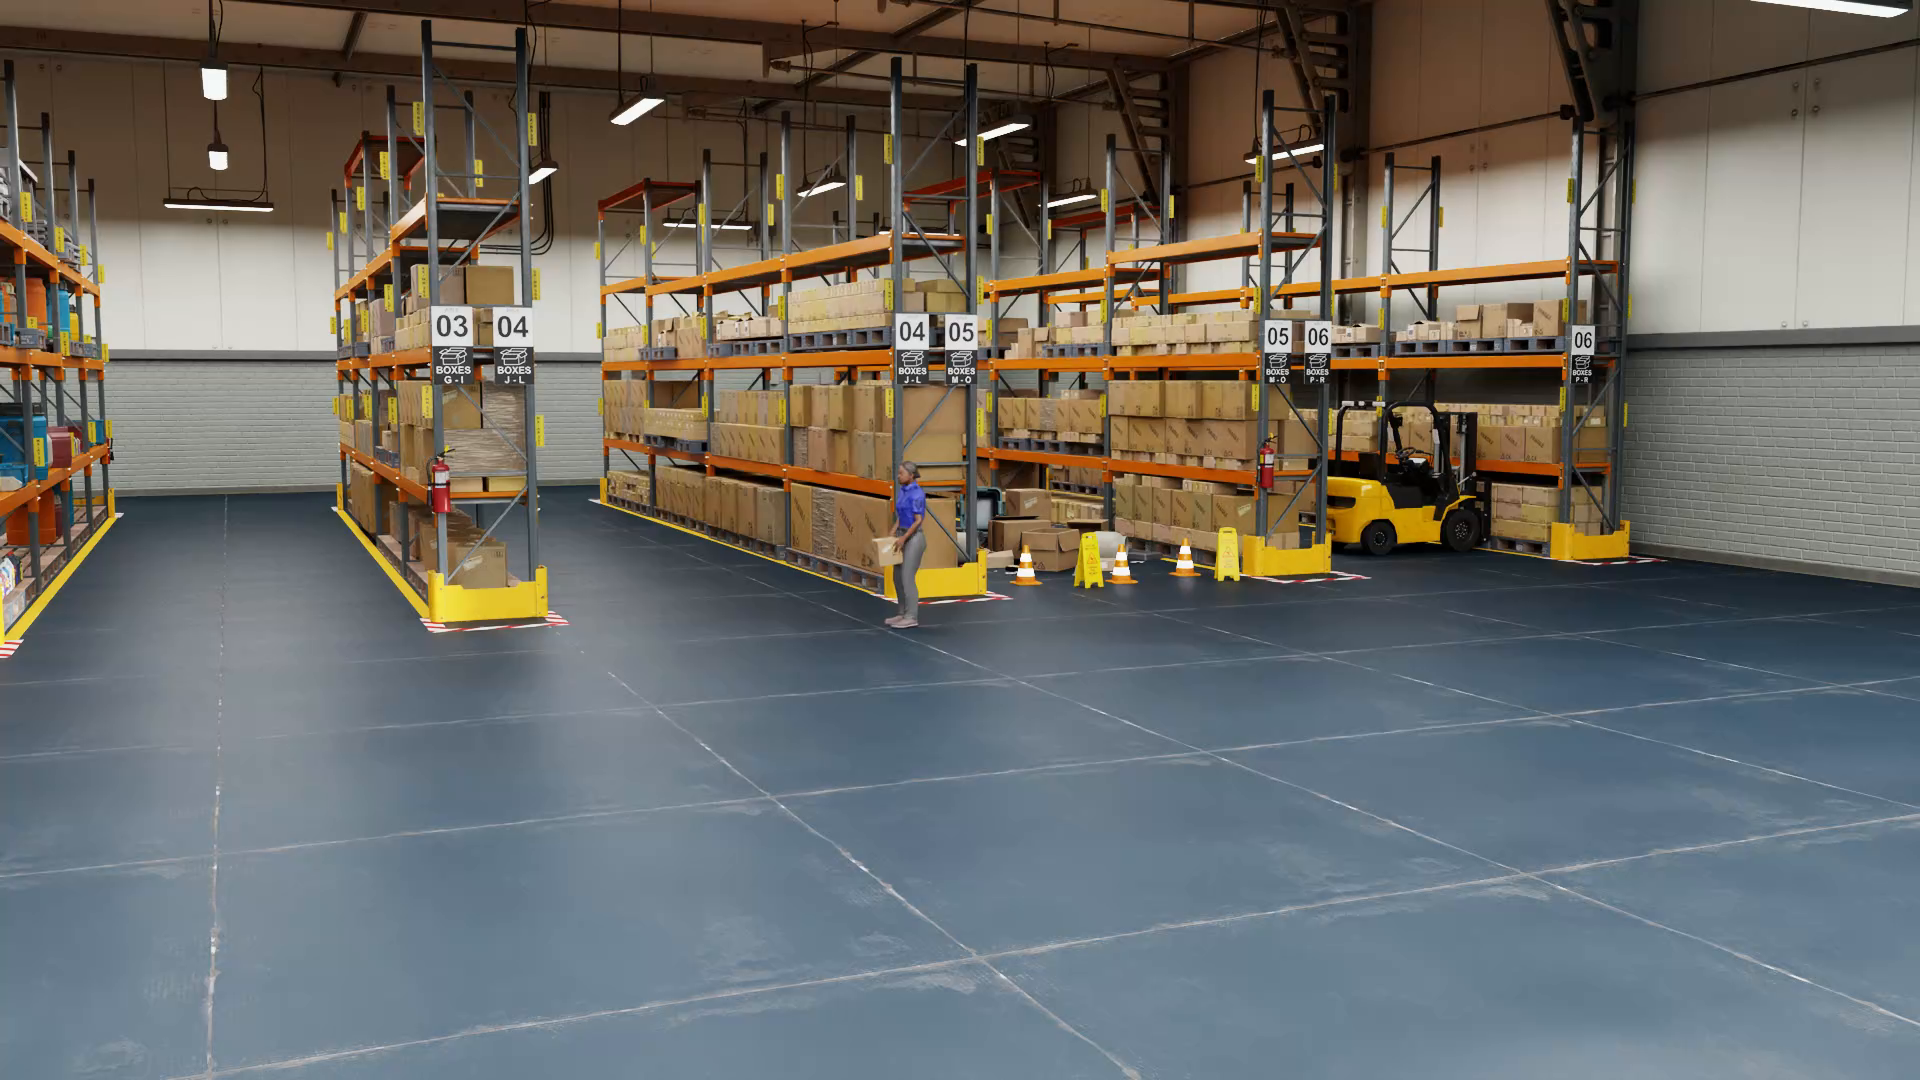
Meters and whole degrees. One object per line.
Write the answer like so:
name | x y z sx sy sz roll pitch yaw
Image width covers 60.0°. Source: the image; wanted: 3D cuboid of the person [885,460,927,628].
person | -0.547 0.036 16.613 0.397 1.662 0.481 -3 6 -25
